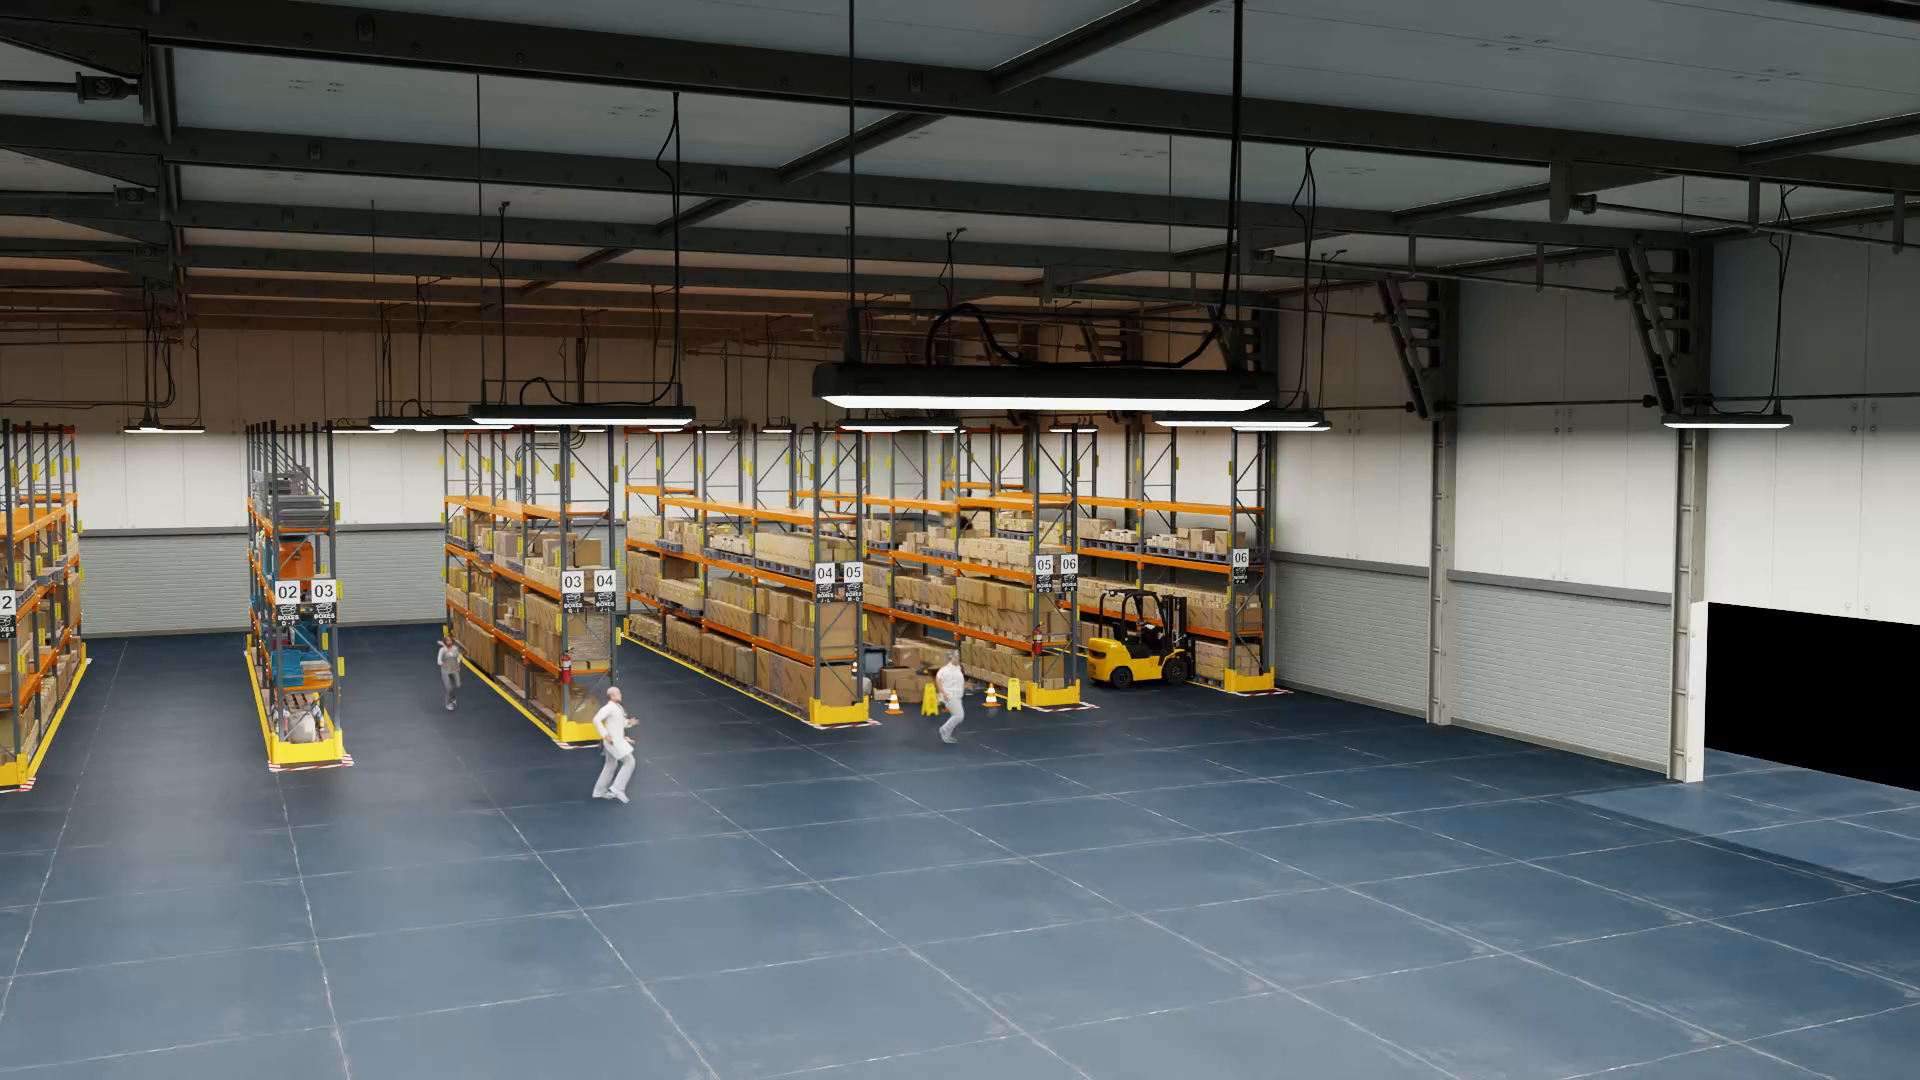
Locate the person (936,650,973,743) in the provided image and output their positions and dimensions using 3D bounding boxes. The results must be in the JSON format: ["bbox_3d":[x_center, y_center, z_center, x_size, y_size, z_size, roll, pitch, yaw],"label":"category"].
[{"bbox_3d":[-0.078,2.908,30.998,0.605,1.749,0.668,1,4,22],"label":"person"}]

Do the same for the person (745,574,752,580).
[{"bbox_3d":[-6.449,1.744,50.640,0.550,1.657,0.623,-1,4,-19],"label":"person"}]

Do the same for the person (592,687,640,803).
[{"bbox_3d":[-5.393,3.209,26.054,0.746,1.815,0.678,-1,4,-9],"label":"person"}]

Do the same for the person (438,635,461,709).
[{"bbox_3d":[-10.606,2.771,34.632,0.508,1.545,0.586,-2,4,-32],"label":"person"}]
